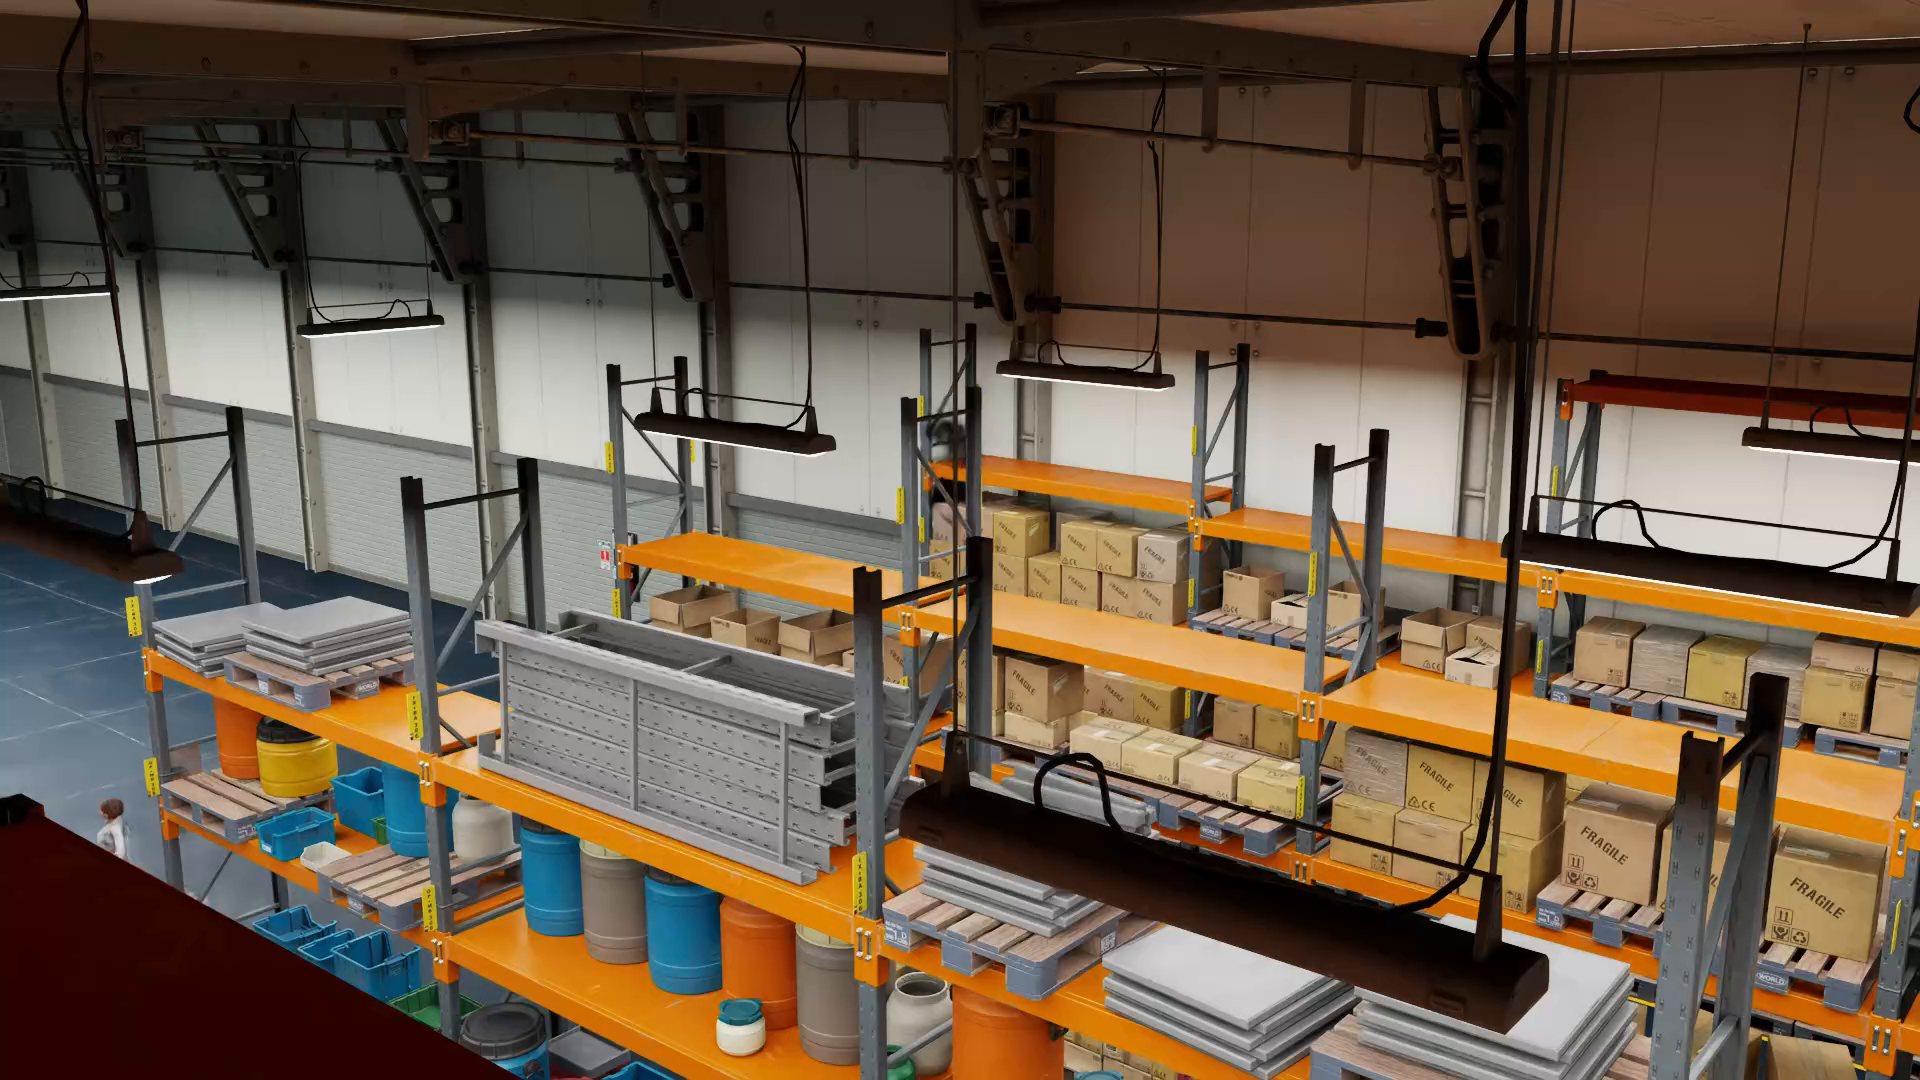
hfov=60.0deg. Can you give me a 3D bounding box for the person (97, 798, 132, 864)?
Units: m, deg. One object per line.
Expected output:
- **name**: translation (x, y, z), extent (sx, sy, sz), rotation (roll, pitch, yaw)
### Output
- **person**: translation (-8.850, 3.446, 17.504), extent (0.547, 1.554, 0.537), rotation (-7, 14, -27)
